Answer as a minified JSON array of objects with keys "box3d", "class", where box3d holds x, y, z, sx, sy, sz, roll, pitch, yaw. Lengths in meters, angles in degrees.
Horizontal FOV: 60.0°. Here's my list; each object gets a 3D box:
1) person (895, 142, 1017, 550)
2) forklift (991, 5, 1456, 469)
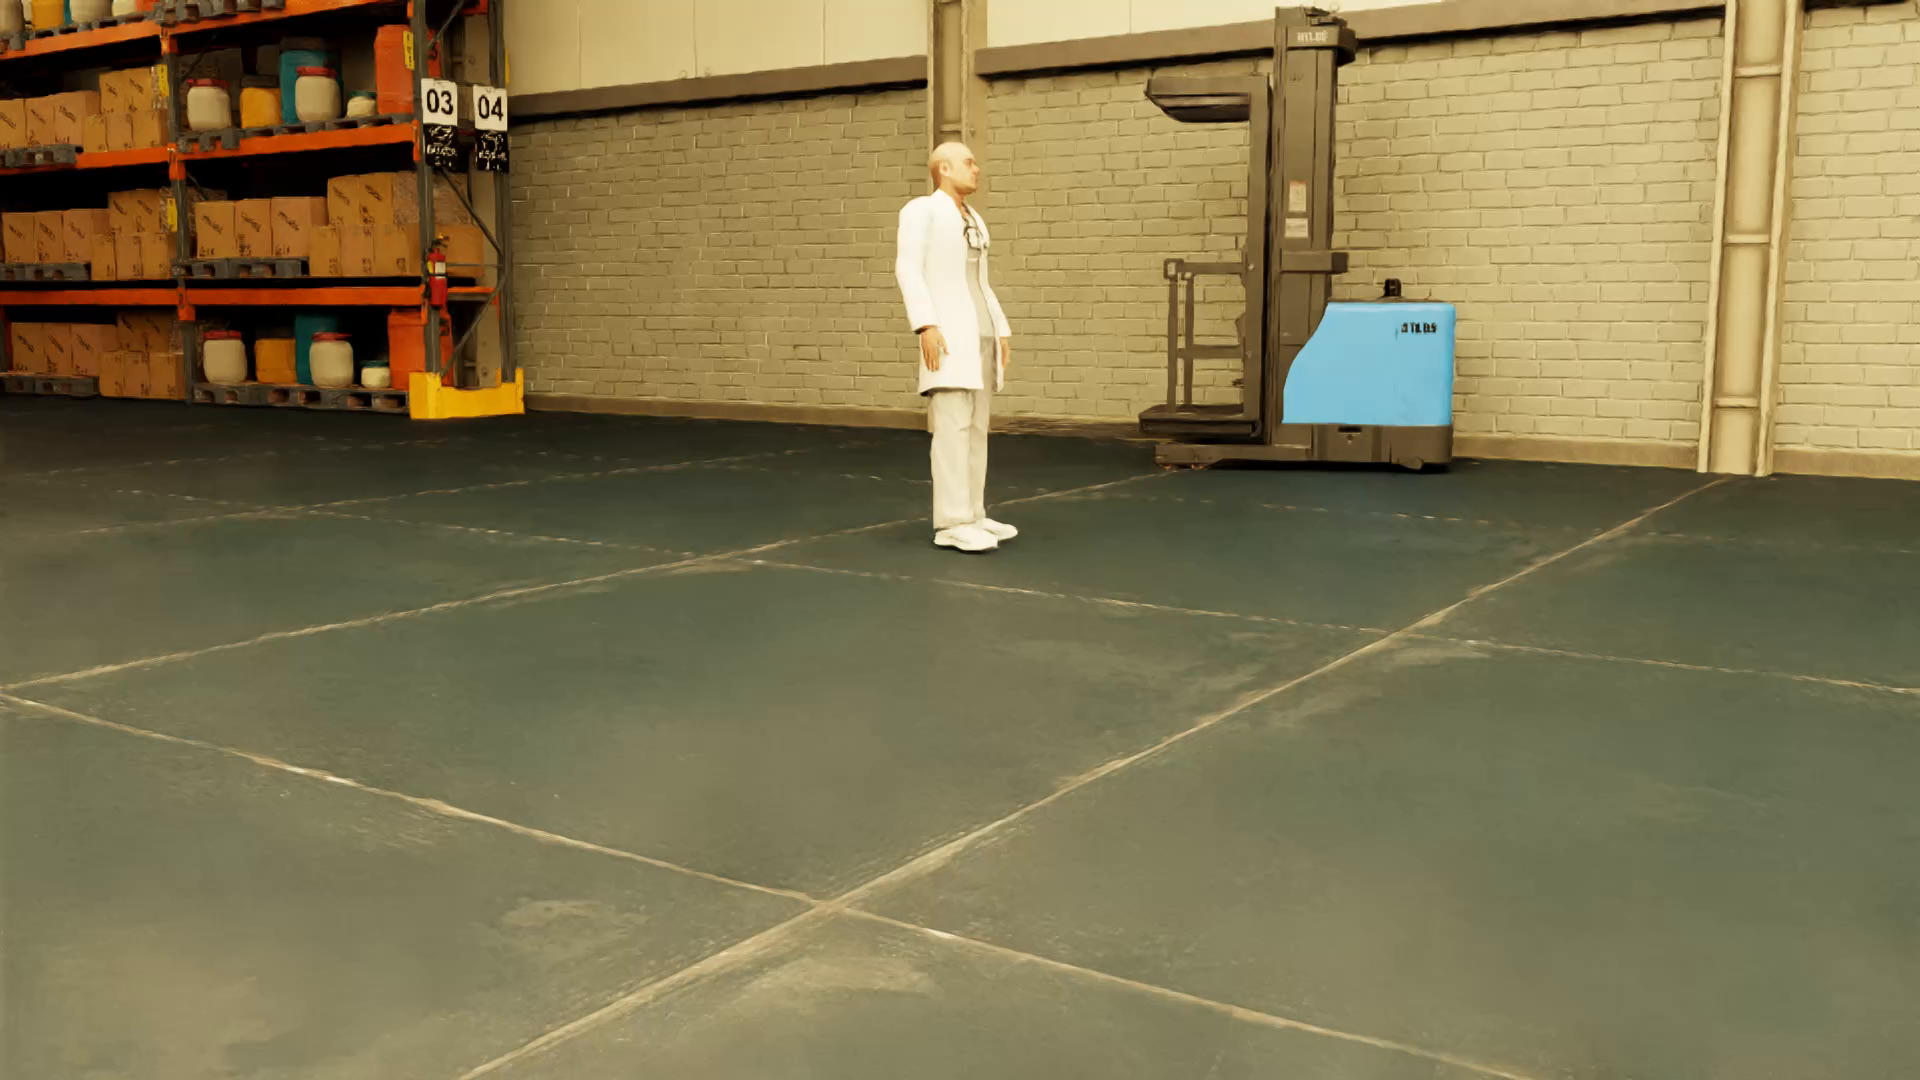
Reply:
[{"box3d":[0.073,-0.879,7.423,0.579,1.776,0.694,5,10,34],"class":"person"},{"box3d":[1.761,-1.985,11.154,3.031,2.935,1.130,2,8,14],"class":"forklift"}]
